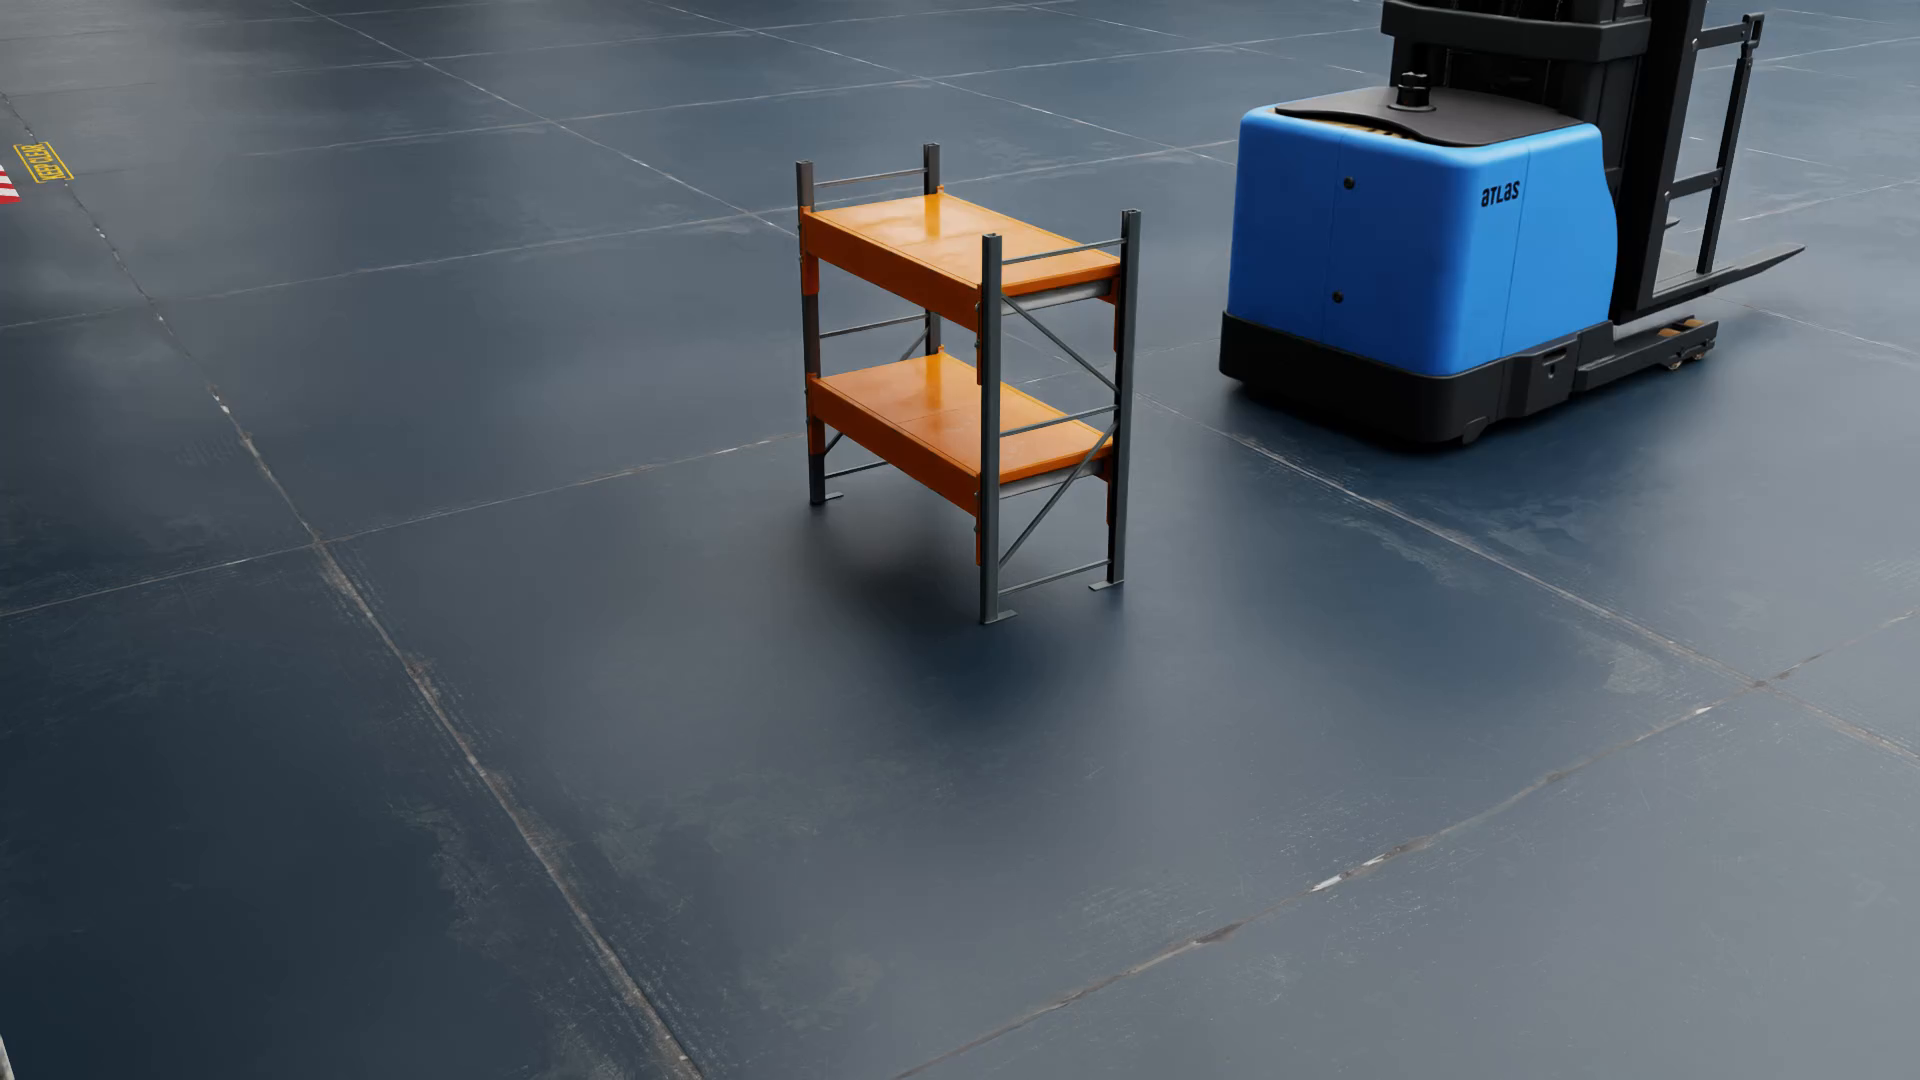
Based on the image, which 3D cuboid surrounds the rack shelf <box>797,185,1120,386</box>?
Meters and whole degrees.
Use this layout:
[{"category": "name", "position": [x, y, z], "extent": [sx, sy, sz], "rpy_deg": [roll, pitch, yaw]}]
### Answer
[{"category": "rack shelf", "position": [-0.004, -0.776, 4.890], "extent": [0.538, 0.278, 1.000], "rpy_deg": [-16, 29, -30]}]

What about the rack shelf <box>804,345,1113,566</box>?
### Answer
[{"category": "rack shelf", "position": [-0.004, -0.290, 5.119], "extent": [0.538, 0.278, 1.000], "rpy_deg": [-16, 29, -30]}]

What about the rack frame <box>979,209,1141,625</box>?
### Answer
[{"category": "rack frame", "position": [0.274, -0.329, 4.630], "extent": [0.500, 1.125, 0.032], "rpy_deg": [-16, 29, -30]}]

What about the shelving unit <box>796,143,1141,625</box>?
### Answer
[{"category": "shelving unit", "position": [-0.004, -0.511, 5.015], "extent": [0.538, 1.125, 1.048], "rpy_deg": [-16, 29, -30]}]

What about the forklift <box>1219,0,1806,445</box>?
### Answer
[{"category": "forklift", "position": [2.469, -2.164, 6.401], "extent": [3.031, 2.935, 1.130], "rpy_deg": [-19, 31, -35]}]

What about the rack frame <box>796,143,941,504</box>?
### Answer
[{"category": "rack frame", "position": [-0.281, -0.693, 5.400], "extent": [0.500, 1.125, 0.032], "rpy_deg": [-16, 29, -30]}]
